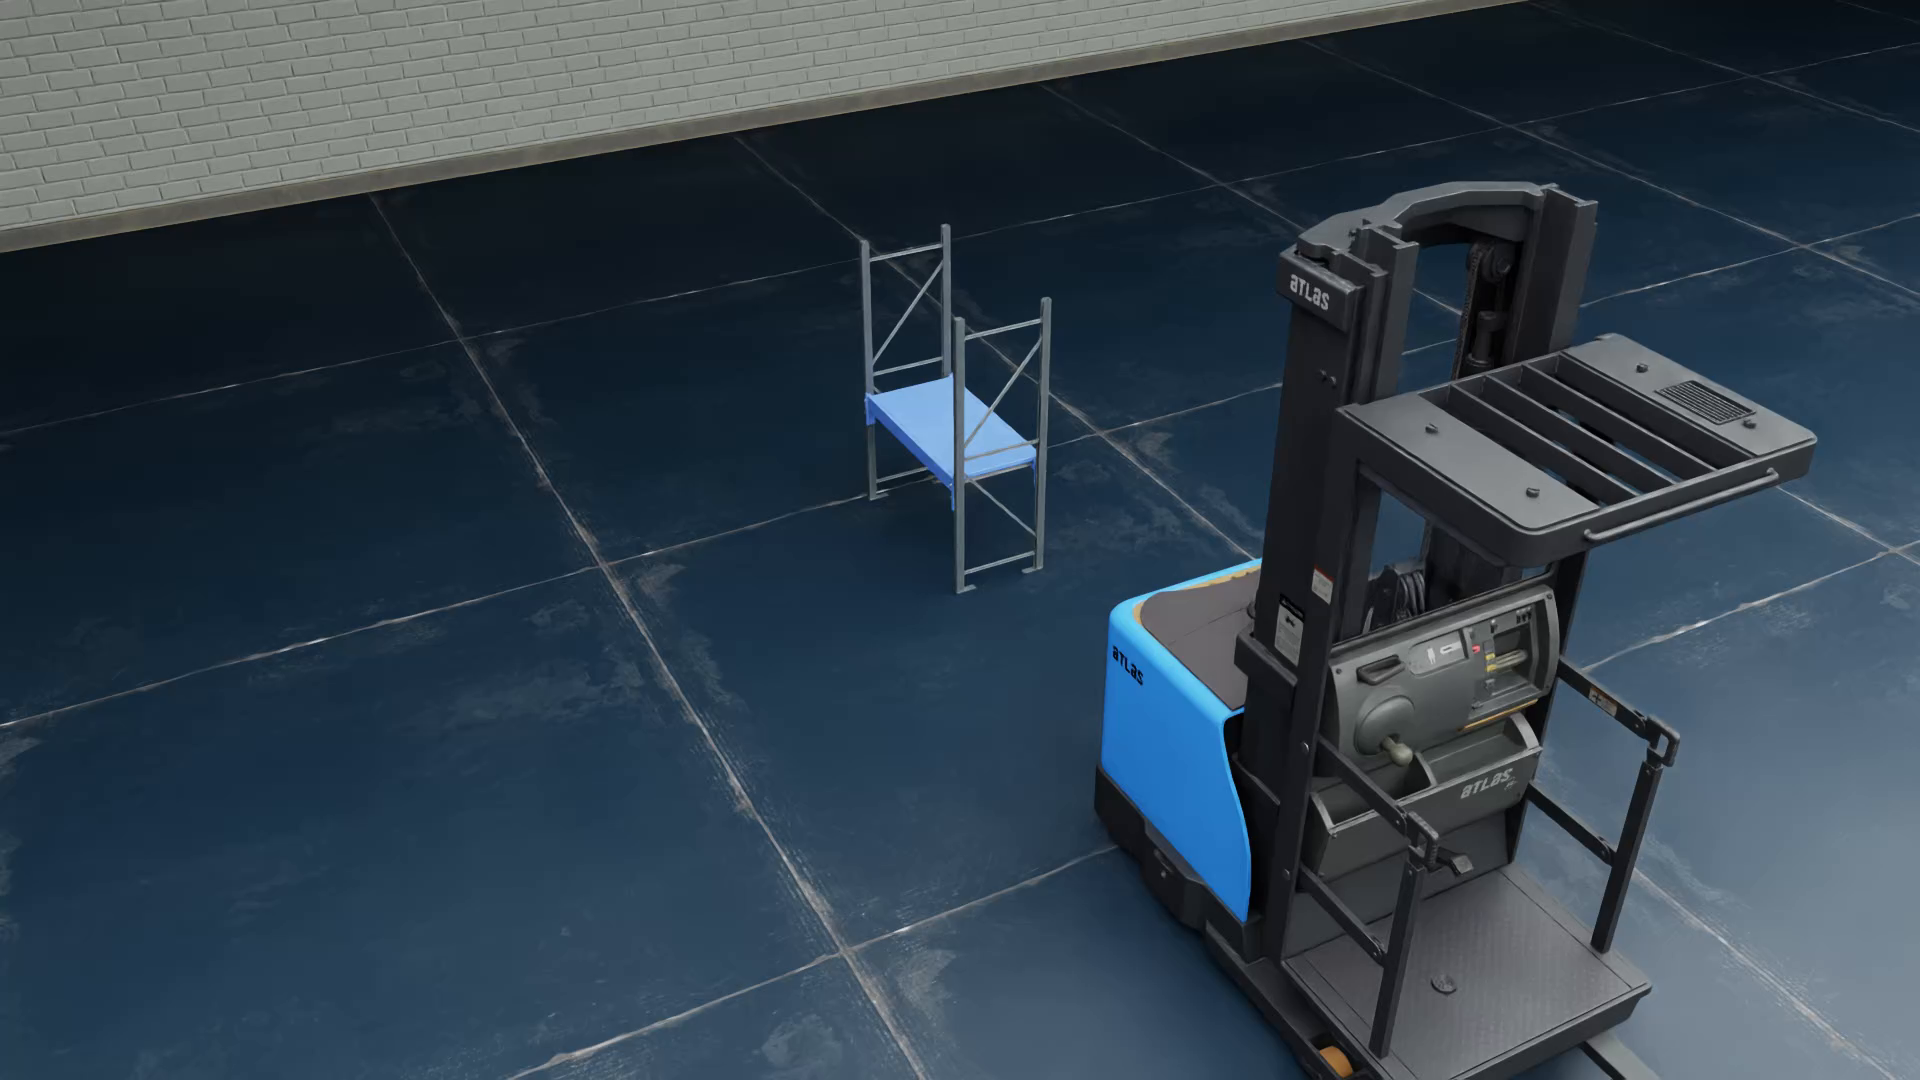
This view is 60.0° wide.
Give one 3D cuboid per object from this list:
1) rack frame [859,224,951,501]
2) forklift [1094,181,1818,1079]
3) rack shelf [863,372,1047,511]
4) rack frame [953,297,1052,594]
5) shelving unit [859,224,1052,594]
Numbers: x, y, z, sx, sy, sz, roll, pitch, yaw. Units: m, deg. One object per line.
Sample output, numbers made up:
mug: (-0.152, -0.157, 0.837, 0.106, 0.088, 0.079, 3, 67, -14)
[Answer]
rack frame: (-0.277, -0.915, 8.788, 0.500, 1.500, 0.032, -16, 36, -23)
forklift: (1.686, 0.500, 5.252, 1.130, 2.935, 3.031, -16, 36, -23)
rack shelf: (-0.040, -0.521, 8.506, 0.538, 0.185, 1.000, -16, 36, -23)
rack frame: (0.197, -0.430, 8.030, 0.500, 1.500, 0.032, -16, 36, -23)
shelving unit: (-0.040, -0.672, 8.409, 0.538, 1.500, 1.048, -16, 36, -23)
